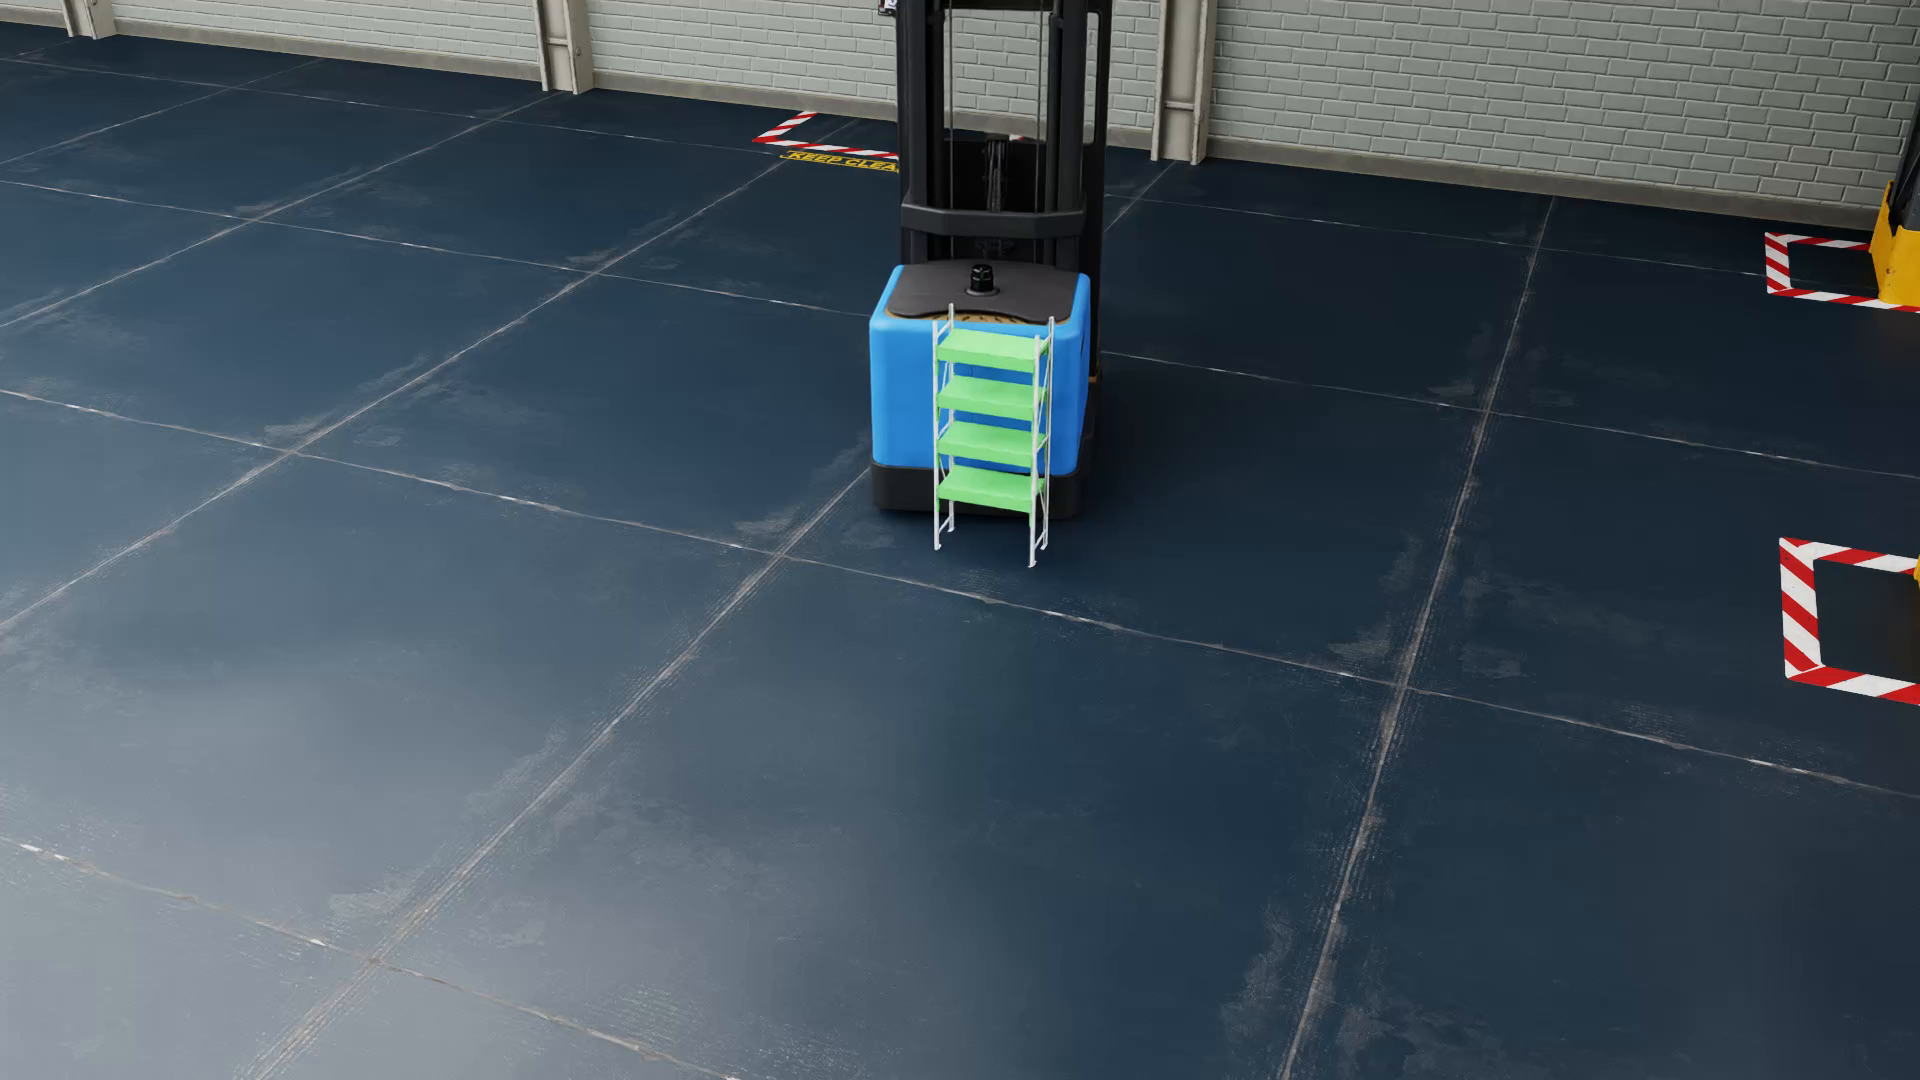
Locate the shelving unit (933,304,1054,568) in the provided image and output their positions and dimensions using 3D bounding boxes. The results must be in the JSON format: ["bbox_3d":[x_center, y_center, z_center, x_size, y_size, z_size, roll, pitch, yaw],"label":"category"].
[{"bbox_3d":[0.153,-0.486,7.890,0.503,1.200,0.258,10,31,17],"label":"shelving unit"}]

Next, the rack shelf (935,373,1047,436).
[{"bbox_3d":[0.153,-0.639,7.803,0.480,0.148,0.258,10,31,17],"label":"rack shelf"}]

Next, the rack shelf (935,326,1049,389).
[{"bbox_3d":[0.153,-0.848,7.685,0.480,0.148,0.258,10,31,17],"label":"rack shelf"}]

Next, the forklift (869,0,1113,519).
[{"bbox_3d":[0.251,-2.081,8.954,1.130,2.935,3.031,4,30,6],"label":"forklift"}]

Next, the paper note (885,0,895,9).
[{"bbox_3d":[-0.585,-4.662,14.344,0.142,0.148,0.016,11,31,19],"label":"paper note"}]

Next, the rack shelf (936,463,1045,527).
[{"bbox_3d":[0.153,-0.221,8.039,0.480,0.148,0.258,10,31,17],"label":"rack shelf"}]

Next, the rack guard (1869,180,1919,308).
[{"bbox_3d":[6.485,-2.029,11.332,0.348,0.500,1.175,11,31,19],"label":"rack guard"}]

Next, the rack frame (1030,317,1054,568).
[{"bbox_3d":[0.383,-0.446,7.819,0.015,1.200,0.240,10,31,17],"label":"rack frame"}]

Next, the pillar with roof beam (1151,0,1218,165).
[{"bbox_3d":[0.210,-5.155,8.225,0.400,9.000,9.100,11,31,19],"label":"pillar with roof beam"}]

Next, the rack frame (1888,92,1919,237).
[{"bbox_3d":[6.415,-3.131,10.742,0.127,3.000,1.000,11,31,19],"label":"rack frame"}]

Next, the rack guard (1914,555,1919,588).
[{"bbox_3d":[4.533,0.212,7.367,0.348,0.500,1.175,11,31,19],"label":"rack guard"}]

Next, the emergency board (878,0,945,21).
[{"bbox_3d":[-0.447,-4.981,14.014,0.643,1.169,0.194,11,31,19],"label":"emergency board"}]

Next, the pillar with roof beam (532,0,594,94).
[{"bbox_3d":[-5.350,-6.265,10.189,0.400,9.000,9.100,11,31,19],"label":"pillar with roof beam"}]

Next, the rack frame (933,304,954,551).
[{"bbox_3d":[-0.077,-0.525,7.960,0.015,1.200,0.240,10,31,17],"label":"rack frame"}]

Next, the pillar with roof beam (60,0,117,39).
[{"bbox_3d":[-10.909,-7.375,12.153,0.400,9.000,9.100,11,31,19],"label":"pillar with roof beam"}]

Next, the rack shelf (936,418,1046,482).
[{"bbox_3d":[0.153,-0.430,7.921,0.480,0.148,0.258,10,31,17],"label":"rack shelf"}]
